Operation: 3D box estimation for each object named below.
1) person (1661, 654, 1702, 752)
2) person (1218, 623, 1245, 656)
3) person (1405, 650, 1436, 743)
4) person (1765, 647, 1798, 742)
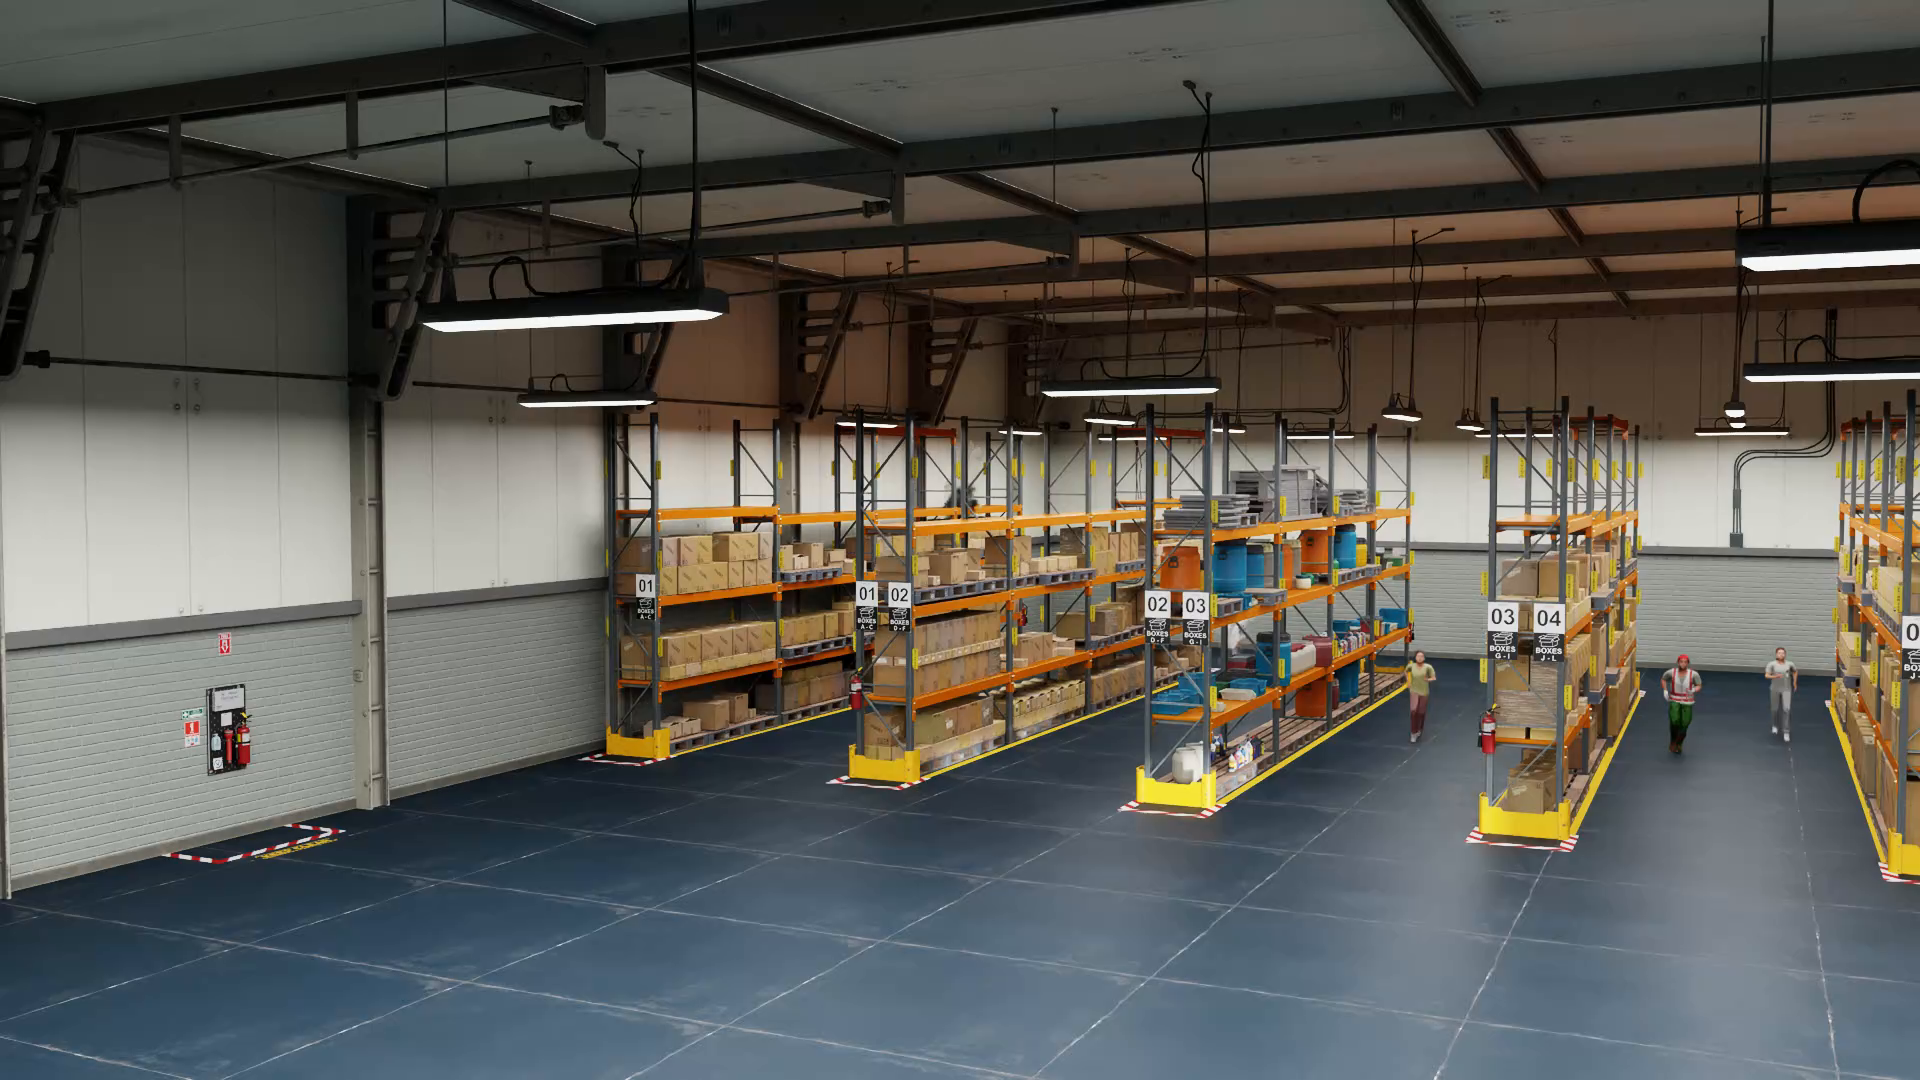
[{"bbox_3d":[12.716,2.875,29.307,0.645,1.737,0.701,1,3,19],"label":"person"},{"bbox_3d":[6.322,2.504,38.792,0.639,1.725,0.576,1,3,17],"label":"person"},{"bbox_3d":[8.532,2.882,30.824,0.556,1.707,0.791,1,2,13],"label":"person"},{"bbox_3d":[15.332,2.851,31.049,0.557,1.711,0.868,1,3,24],"label":"person"}]
